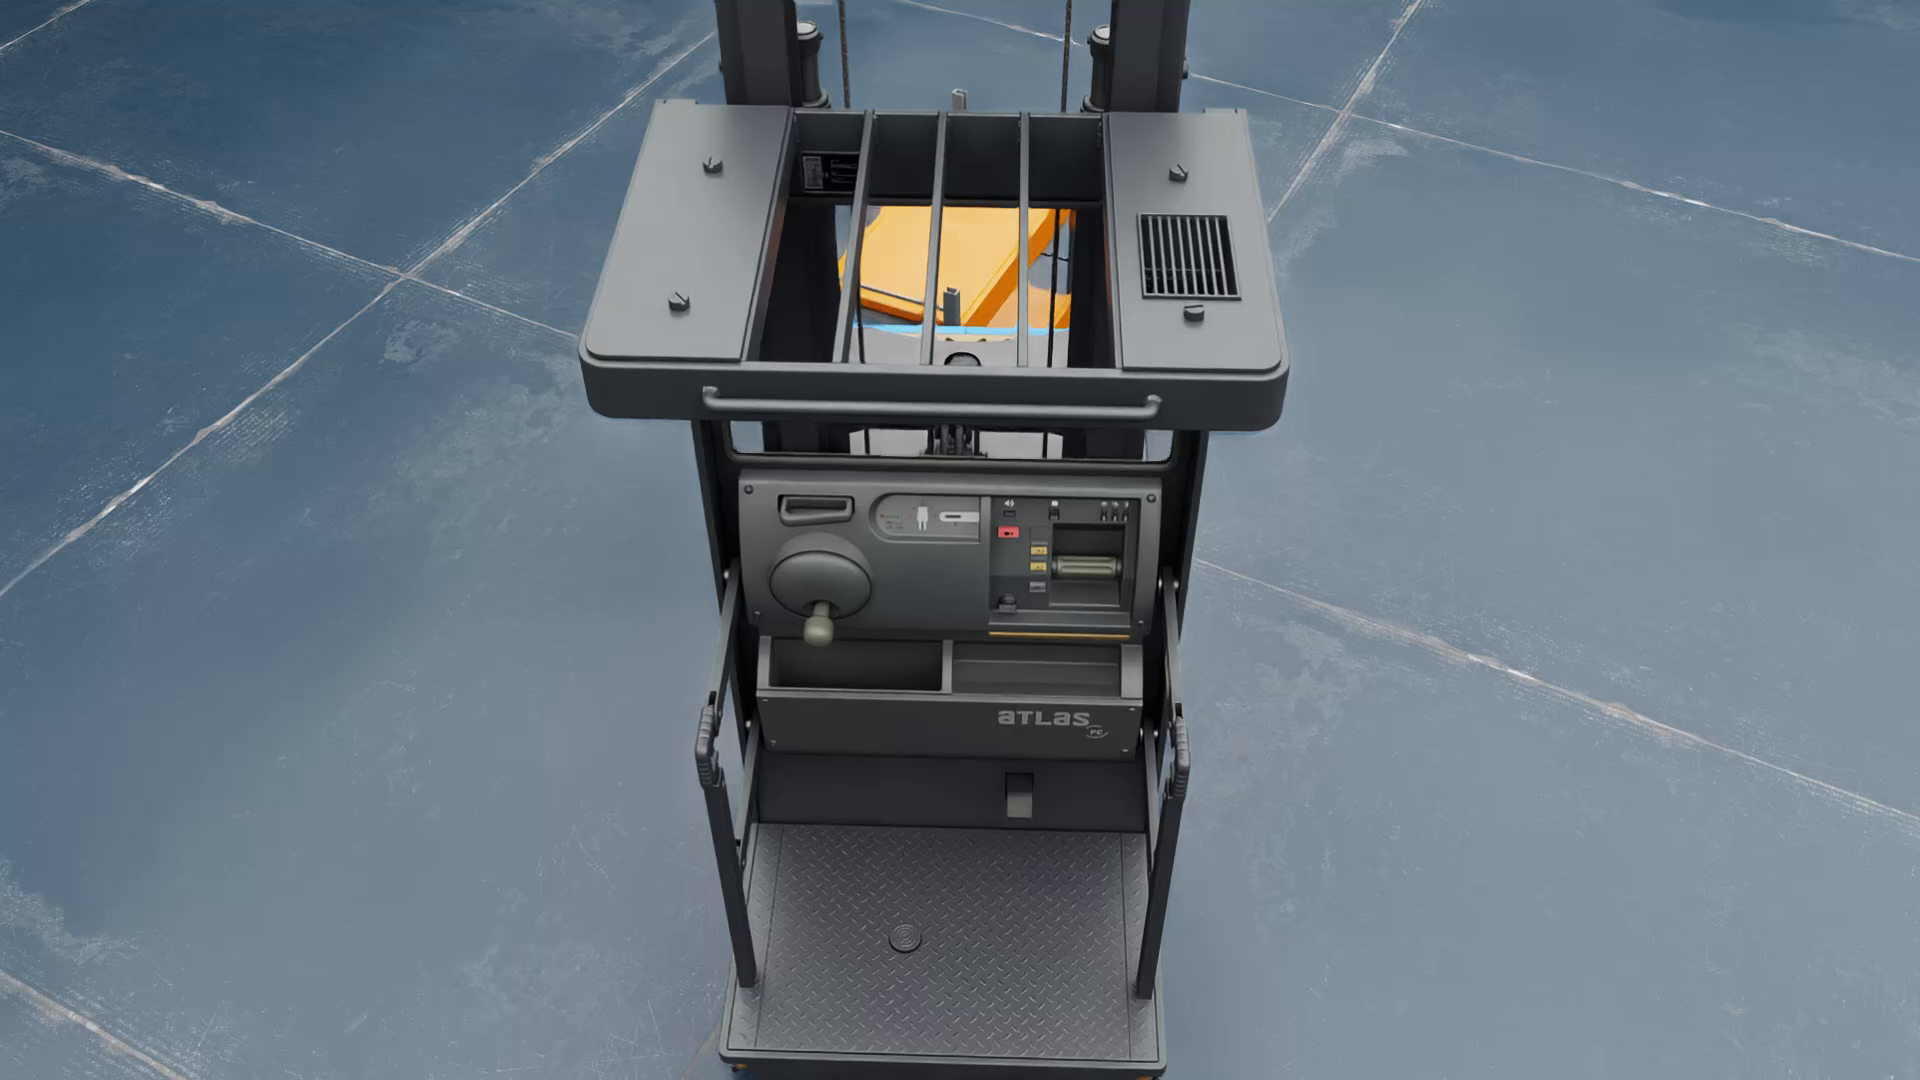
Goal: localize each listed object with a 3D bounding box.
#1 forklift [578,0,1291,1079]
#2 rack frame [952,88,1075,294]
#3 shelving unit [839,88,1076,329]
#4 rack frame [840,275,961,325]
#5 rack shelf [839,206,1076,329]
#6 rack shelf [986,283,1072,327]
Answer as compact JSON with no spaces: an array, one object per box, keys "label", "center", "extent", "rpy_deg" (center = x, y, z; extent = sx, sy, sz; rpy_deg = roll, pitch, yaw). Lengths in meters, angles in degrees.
[{"label":"forklift","center":[-0.029,0.141,3.550],"extent":[1.130,2.935,3.031],"rpy_deg":[1,45,1]},{"label":"rack frame","center":[0.204,-1.067,6.013],"extent":[0.500,1.125,0.032],"rpy_deg":[19,48,17]},{"label":"shelving unit","center":[-0.013,-0.740,5.690],"extent":[0.538,1.125,1.048],"rpy_deg":[19,48,17]},{"label":"rack frame","center":[-0.230,-0.413,5.367],"extent":[0.500,1.125,0.032],"rpy_deg":[19,48,17]},{"label":"rack shelf","center":[-0.013,-0.945,5.482],"extent":[0.538,0.278,1.000],"rpy_deg":[19,48,17]},{"label":"rack shelf","center":[-0.013,-0.568,5.864],"extent":[0.538,0.278,1.000],"rpy_deg":[19,48,17]}]
